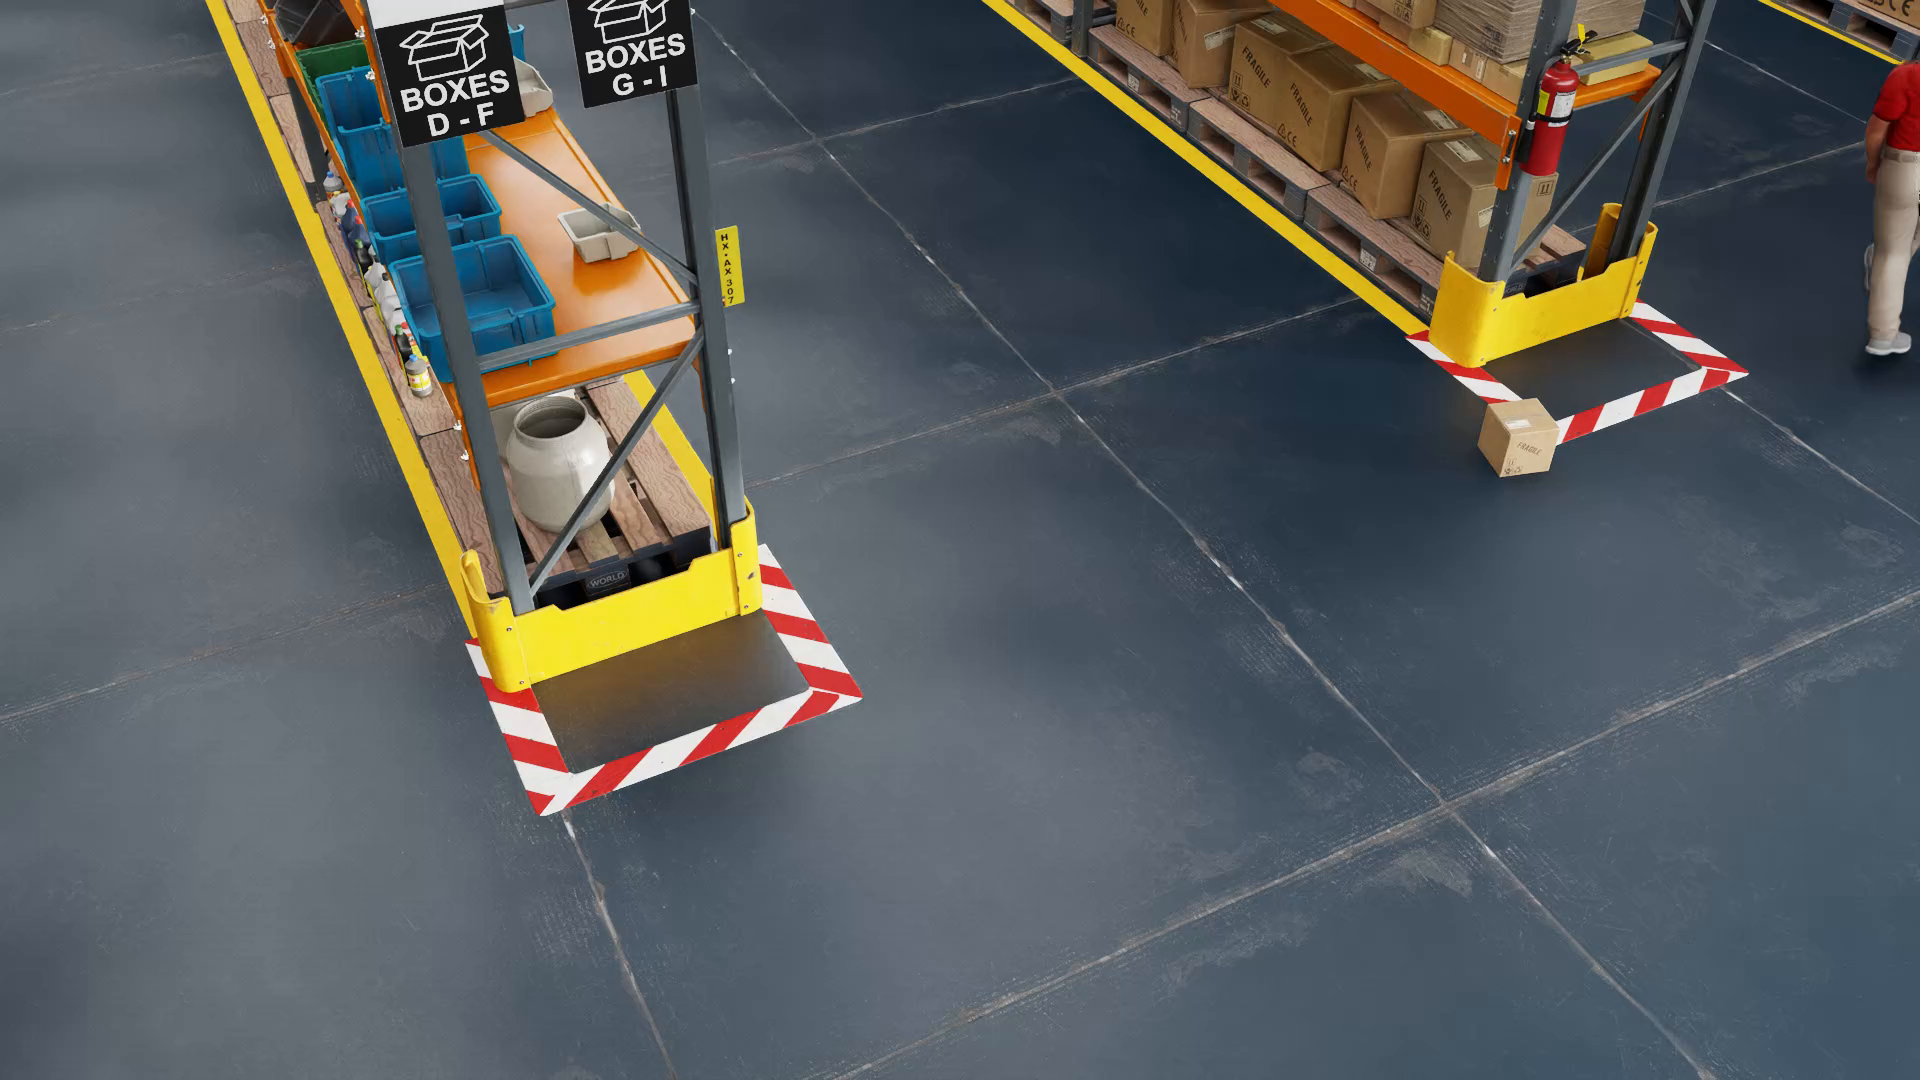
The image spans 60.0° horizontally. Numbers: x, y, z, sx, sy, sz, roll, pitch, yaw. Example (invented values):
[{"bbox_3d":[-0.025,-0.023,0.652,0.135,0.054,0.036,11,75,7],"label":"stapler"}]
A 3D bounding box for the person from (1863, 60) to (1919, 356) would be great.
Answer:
[{"bbox_3d":[4.751,-1.850,8.309,0.563,1.657,1.018,9,42,11],"label":"person"}]
